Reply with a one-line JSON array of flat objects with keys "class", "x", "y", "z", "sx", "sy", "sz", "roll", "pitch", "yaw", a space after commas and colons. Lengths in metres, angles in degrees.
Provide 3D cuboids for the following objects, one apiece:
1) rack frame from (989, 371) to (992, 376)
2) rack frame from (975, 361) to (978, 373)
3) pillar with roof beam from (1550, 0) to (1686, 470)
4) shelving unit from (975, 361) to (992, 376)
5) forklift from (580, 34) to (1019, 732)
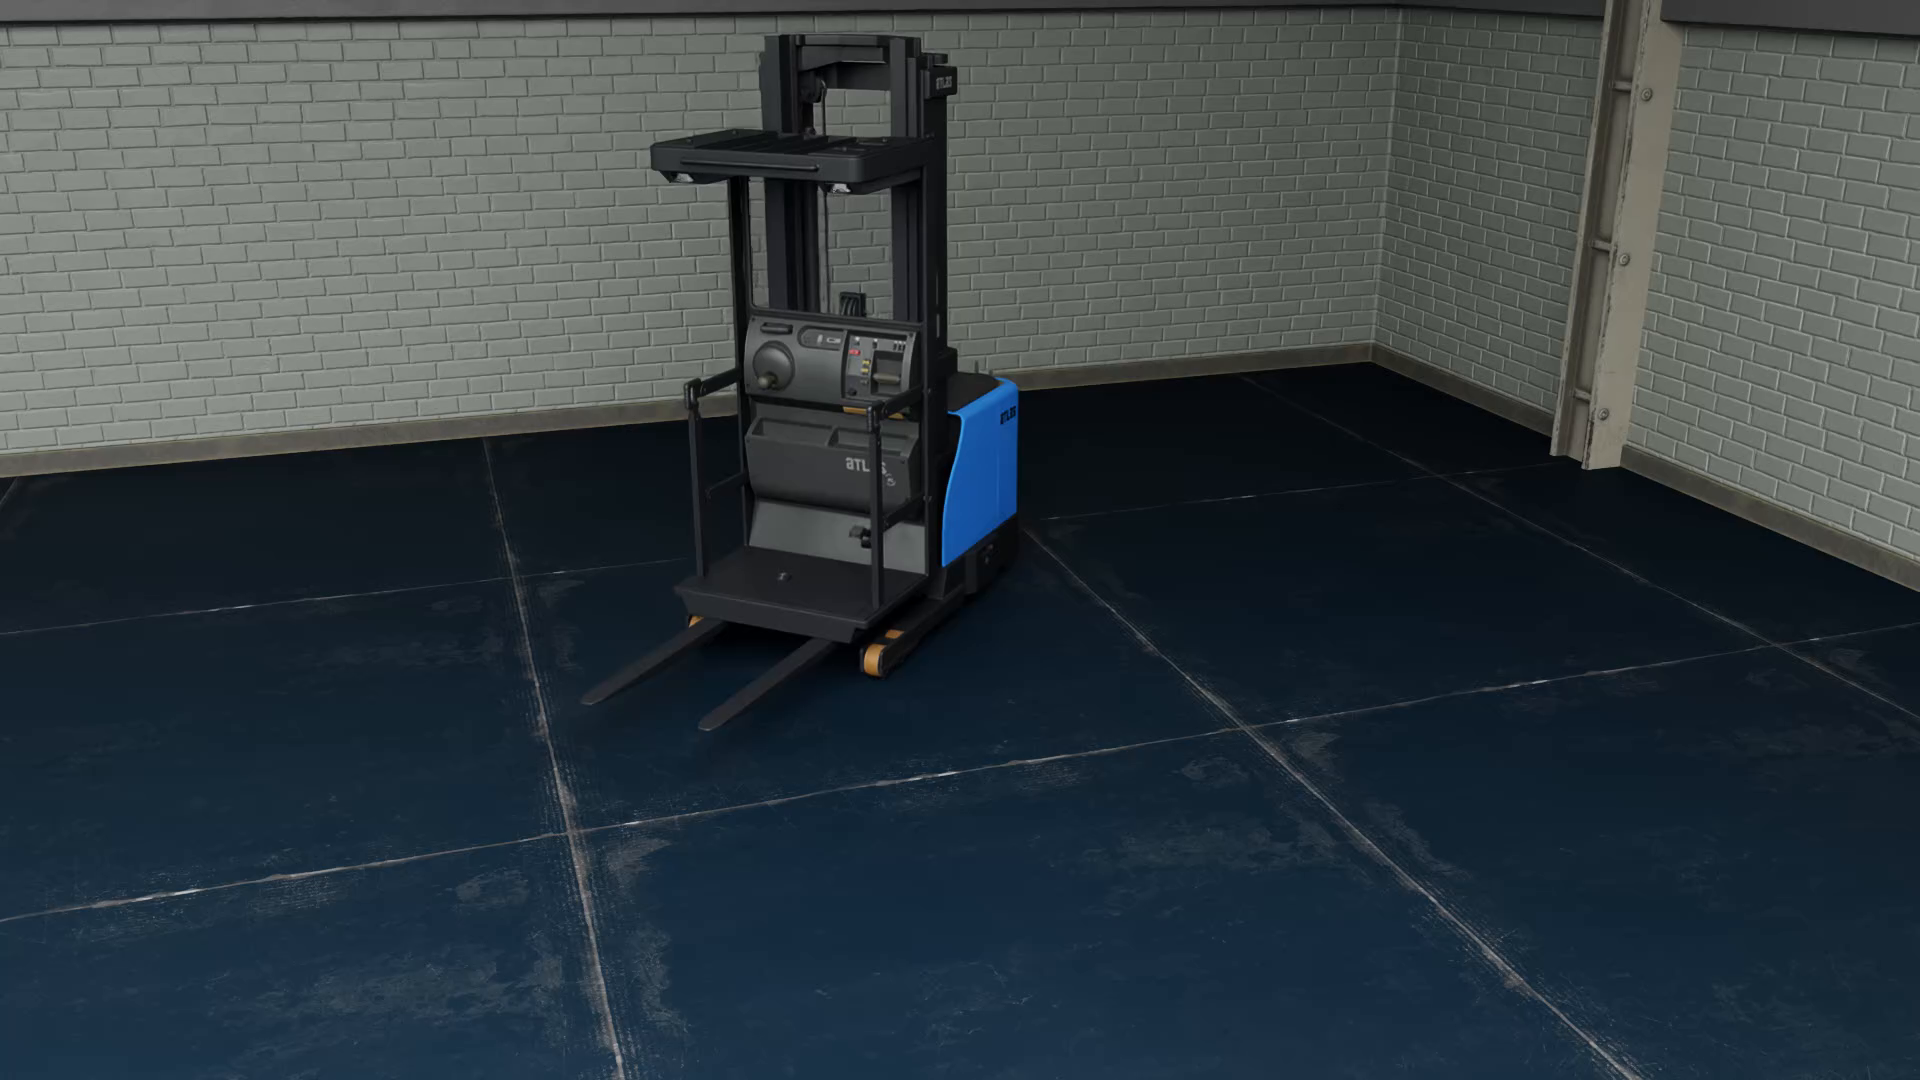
[{"class": "rack frame", "x": 0.087, "y": -0.462, "z": 9.649, "sx": 0.200, "sy": 1.050, "sz": 0.008, "roll": -7, "pitch": 21, "yaw": -18}, {"class": "rack frame", "x": 0.009, "y": -0.540, "z": 9.867, "sx": 0.200, "sy": 1.050, "sz": 0.008, "roll": -7, "pitch": 21, "yaw": -18}, {"class": "pillar with roof beam", "x": 0.227, "y": -4.332, "z": 8.664, "sx": 9.100, "sy": 9.000, "sz": 0.400, "roll": -6, "pitch": 21, "yaw": -17}, {"class": "shelving unit", "x": 0.048, "y": -0.501, "z": 9.758, "sx": 0.215, "sy": 1.050, "sz": 0.252, "roll": -7, "pitch": 21, "yaw": -18}, {"class": "forklift", "x": -0.733, "y": -0.878, "z": 8.024, "sx": 1.130, "sy": 2.935, "sz": 3.031, "roll": 9, "pitch": 22, "yaw": 23}]
